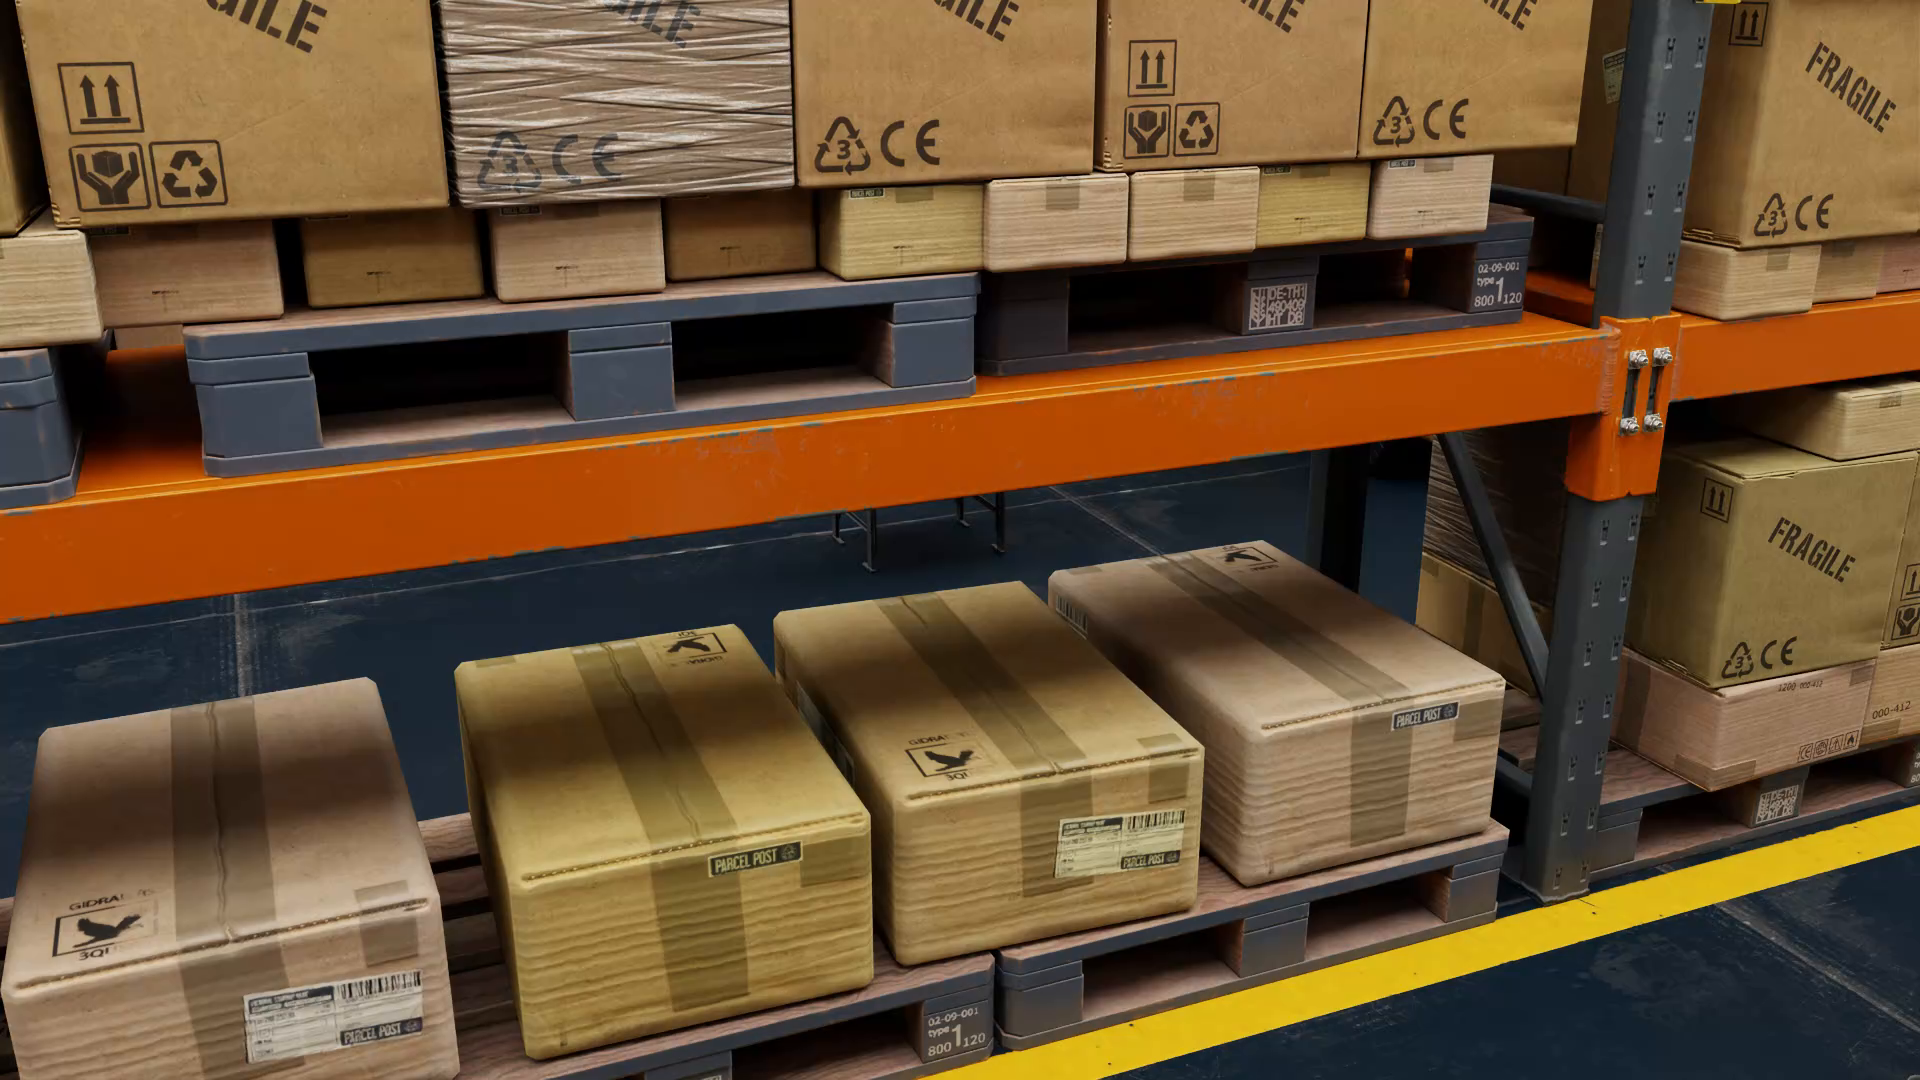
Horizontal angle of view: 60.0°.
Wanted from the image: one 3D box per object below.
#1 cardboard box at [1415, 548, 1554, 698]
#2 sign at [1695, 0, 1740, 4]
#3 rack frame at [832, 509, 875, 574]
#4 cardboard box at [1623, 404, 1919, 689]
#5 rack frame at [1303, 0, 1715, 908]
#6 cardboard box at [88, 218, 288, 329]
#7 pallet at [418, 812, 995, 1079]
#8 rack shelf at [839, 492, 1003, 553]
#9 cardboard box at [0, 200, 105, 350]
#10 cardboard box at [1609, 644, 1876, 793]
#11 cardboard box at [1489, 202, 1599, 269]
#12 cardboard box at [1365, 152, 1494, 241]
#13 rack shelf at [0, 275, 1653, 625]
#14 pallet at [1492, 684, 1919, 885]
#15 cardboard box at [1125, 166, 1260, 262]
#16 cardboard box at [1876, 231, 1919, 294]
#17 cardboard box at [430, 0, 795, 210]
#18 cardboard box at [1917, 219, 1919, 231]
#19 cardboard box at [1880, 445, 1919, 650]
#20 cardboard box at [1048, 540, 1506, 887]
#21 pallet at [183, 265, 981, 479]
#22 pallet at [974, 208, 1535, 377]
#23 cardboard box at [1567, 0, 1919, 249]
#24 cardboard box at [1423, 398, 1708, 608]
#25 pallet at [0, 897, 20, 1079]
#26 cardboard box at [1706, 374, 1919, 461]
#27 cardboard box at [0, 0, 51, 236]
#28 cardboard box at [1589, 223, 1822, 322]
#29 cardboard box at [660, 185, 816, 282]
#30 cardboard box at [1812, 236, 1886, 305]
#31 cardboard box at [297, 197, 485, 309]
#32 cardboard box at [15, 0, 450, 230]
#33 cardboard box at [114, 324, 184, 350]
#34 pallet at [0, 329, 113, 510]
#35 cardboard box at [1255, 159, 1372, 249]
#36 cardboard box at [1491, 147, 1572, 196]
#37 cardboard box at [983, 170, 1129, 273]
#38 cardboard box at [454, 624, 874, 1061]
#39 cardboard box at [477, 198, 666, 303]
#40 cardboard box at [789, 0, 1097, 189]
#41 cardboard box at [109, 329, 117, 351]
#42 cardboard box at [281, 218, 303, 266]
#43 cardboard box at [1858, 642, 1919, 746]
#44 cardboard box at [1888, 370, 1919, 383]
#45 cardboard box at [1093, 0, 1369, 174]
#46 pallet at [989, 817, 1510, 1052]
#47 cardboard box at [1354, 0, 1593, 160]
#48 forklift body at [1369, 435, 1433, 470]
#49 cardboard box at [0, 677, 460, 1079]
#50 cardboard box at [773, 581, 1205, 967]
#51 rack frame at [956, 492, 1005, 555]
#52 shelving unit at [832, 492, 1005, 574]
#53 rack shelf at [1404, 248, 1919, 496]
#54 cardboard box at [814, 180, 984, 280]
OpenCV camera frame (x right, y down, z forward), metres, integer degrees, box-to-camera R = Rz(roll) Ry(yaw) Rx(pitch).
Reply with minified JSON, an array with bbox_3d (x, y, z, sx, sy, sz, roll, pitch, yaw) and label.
[{"bbox_3d":[1.597,0.182,4.498,0.500,0.250,0.500,-7,21,-19],"label":"cardboard box"},{"bbox_3d":[1.384,-1.135,2.985,0.005,0.325,0.100,-8,21,-22],"label":"sign"},{"bbox_3d":[-0.376,-0.937,5.520,0.015,2.100,0.400,-8,21,-22],"label":"rack frame"},{"bbox_3d":[1.809,-0.008,3.906,0.500,0.500,0.500,-7,21,-19],"label":"cardboard box"},{"bbox_3d":[1.161,-0.758,3.657,0.127,3.000,1.000,-8,21,-22],"label":"rack frame"},{"bbox_3d":[-1.147,-0.431,2.476,0.250,0.149,0.380,-7,21,-19],"label":"cardboard box"},{"bbox_3d":[-0.676,0.822,3.369,1.213,0.211,1.003,-8,21,-22],"label":"pallet"},{"bbox_3d":[-0.152,-0.295,5.848,0.480,0.518,0.431,-8,21,-22],"label":"rack shelf"},{"bbox_3d":[-1.337,-0.376,2.319,0.250,0.149,0.380,-8,21,-22],"label":"cardboard box"},{"bbox_3d":[1.809,0.346,4.031,0.500,0.250,0.500,-9,21,-24],"label":"cardboard box"},{"bbox_3d":[1.335,-0.774,4.083,0.250,0.149,0.380,-8,21,-22],"label":"cardboard box"},{"bbox_3d":[0.798,-0.685,3.198,0.250,0.149,0.380,-8,21,-21],"label":"cardboard box"},{"bbox_3d":[-0.676,-0.155,3.029,4.000,0.370,1.077,-8,21,-22],"label":"rack shelf"},{"bbox_3d":[1.763,0.459,4.402,1.213,0.211,1.003,-8,21,-22],"label":"pallet"},{"bbox_3d":[0.326,-0.611,2.987,0.250,0.149,0.380,-9,21,-23],"label":"cardboard box"},{"bbox_3d":[2.020,-0.676,3.804,0.250,0.149,0.380,-8,21,-22],"label":"cardboard box"},{"bbox_3d":[-0.584,-0.812,2.580,0.500,0.500,0.500,-9,21,-24],"label":"cardboard box"},{"bbox_3d":[2.127,-0.991,3.722,0.500,0.500,0.500,-8,21,-22],"label":"cardboard box"},{"bbox_3d":[2.296,-0.082,4.116,0.500,0.500,0.500,-7,21,-20],"label":"cardboard box"},{"bbox_3d":[0.680,0.354,3.826,0.625,0.372,0.950,-8,21,-21],"label":"cardboard box"},{"bbox_3d":[-0.711,-0.414,2.969,1.213,0.211,1.003,-8,21,-22],"label":"pallet"},{"bbox_3d":[0.401,-0.611,3.529,1.213,0.211,1.003,-8,21,-22],"label":"pallet"},{"bbox_3d":[1.675,-0.918,3.514,0.500,0.500,0.500,-8,21,-22],"label":"cardboard box"},{"bbox_3d":[1.598,-0.172,4.373,0.500,0.500,0.500,-8,21,-23],"label":"cardboard box"},{"bbox_3d":[-1.794,0.982,2.916,1.213,0.211,1.003,-8,21,-22],"label":"pallet"},{"bbox_3d":[1.948,-0.312,3.793,0.250,0.149,0.380,-8,21,-21],"label":"cardboard box"},{"bbox_3d":[-1.532,-0.676,2.195,0.500,0.500,0.500,-7,21,-19],"label":"cardboard box"},{"bbox_3d":[1.577,-0.583,3.539,0.250,0.149,0.380,-8,21,-22],"label":"cardboard box"},{"bbox_3d":[-0.428,-0.552,2.820,0.250,0.149,0.380,-9,21,-24],"label":"cardboard box"},{"bbox_3d":[1.788,-0.632,3.678,0.250,0.149,0.380,-8,21,-20],"label":"cardboard box"},{"bbox_3d":[-0.903,-0.480,2.616,0.250,0.149,0.380,-7,21,-20],"label":"cardboard box"},{"bbox_3d":[-1.047,-0.748,2.400,0.500,0.500,0.500,-8,21,-21],"label":"cardboard box"},{"bbox_3d":[-3.307,-0.989,7.257,0.625,0.625,0.875,-7,21,-20],"label":"cardboard box"},{"bbox_3d":[-1.900,-0.267,2.553,1.003,0.211,1.213,-8,21,-22],"label":"pallet"},{"bbox_3d":[0.548,-0.656,3.114,0.250,0.149,0.380,-9,21,-24],"label":"cardboard box"},{"bbox_3d":[1.470,-1.079,3.972,0.500,0.500,0.500,-9,21,-23],"label":"cardboard box"},{"bbox_3d":[0.093,-0.577,2.889,0.250,0.149,0.380,-8,21,-21],"label":"cardboard box"},{"bbox_3d":[-0.617,0.541,3.293,0.625,0.372,0.950,-7,21,-20],"label":"cardboard box"},{"bbox_3d":[-0.637,-0.495,2.657,0.250,0.149,0.380,-7,21,-20],"label":"cardboard box"},{"bbox_3d":[-0.104,-0.881,2.776,0.500,0.500,0.500,-7,21,-20],"label":"cardboard box"},{"bbox_3d":[-3.904,-0.900,7.006,0.625,0.625,0.875,-7,21,-20],"label":"cardboard box"},{"bbox_3d":[-1.111,-0.596,2.943,0.250,0.149,0.380,-8,21,-22],"label":"cardboard box"},{"bbox_3d":[2.295,0.272,4.240,0.500,0.250,0.500,-7,21,-19],"label":"cardboard box"},{"bbox_3d":[2.419,-0.380,3.987,0.250,0.149,0.380,-7,21,-20],"label":"cardboard box"},{"bbox_3d":[0.373,-0.947,2.964,0.500,0.500,0.500,-8,21,-22],"label":"cardboard box"},{"bbox_3d":[0.446,0.661,3.828,1.213,0.211,1.003,-8,21,-22],"label":"pallet"},{"bbox_3d":[0.827,-1.012,3.150,0.500,0.500,0.500,-9,21,-23],"label":"cardboard box"},{"bbox_3d":[1.845,-1.591,7.302,1.214,2.155,2.313,-8,21,-22],"label":"forklift body"},{"bbox_3d":[-1.315,0.639,3.014,0.625,0.372,0.950,-9,21,-23],"label":"cardboard box"},{"bbox_3d":[0.021,0.449,3.554,0.625,0.372,0.950,-7,21,-19],"label":"cardboard box"},{"bbox_3d":[0.072,-1.001,5.703,0.015,2.100,0.400,-8,21,-22],"label":"rack frame"},{"bbox_3d":[-0.152,-0.969,5.611,0.503,2.100,0.431,-8,21,-22],"label":"shelving unit"},{"bbox_3d":[2.997,-0.681,4.524,4.000,0.370,1.077,-8,21,-22],"label":"rack shelf"},{"bbox_3d":[-0.145,-0.555,2.829,0.250,0.149,0.380,-8,21,-22],"label":"cardboard box"}]
